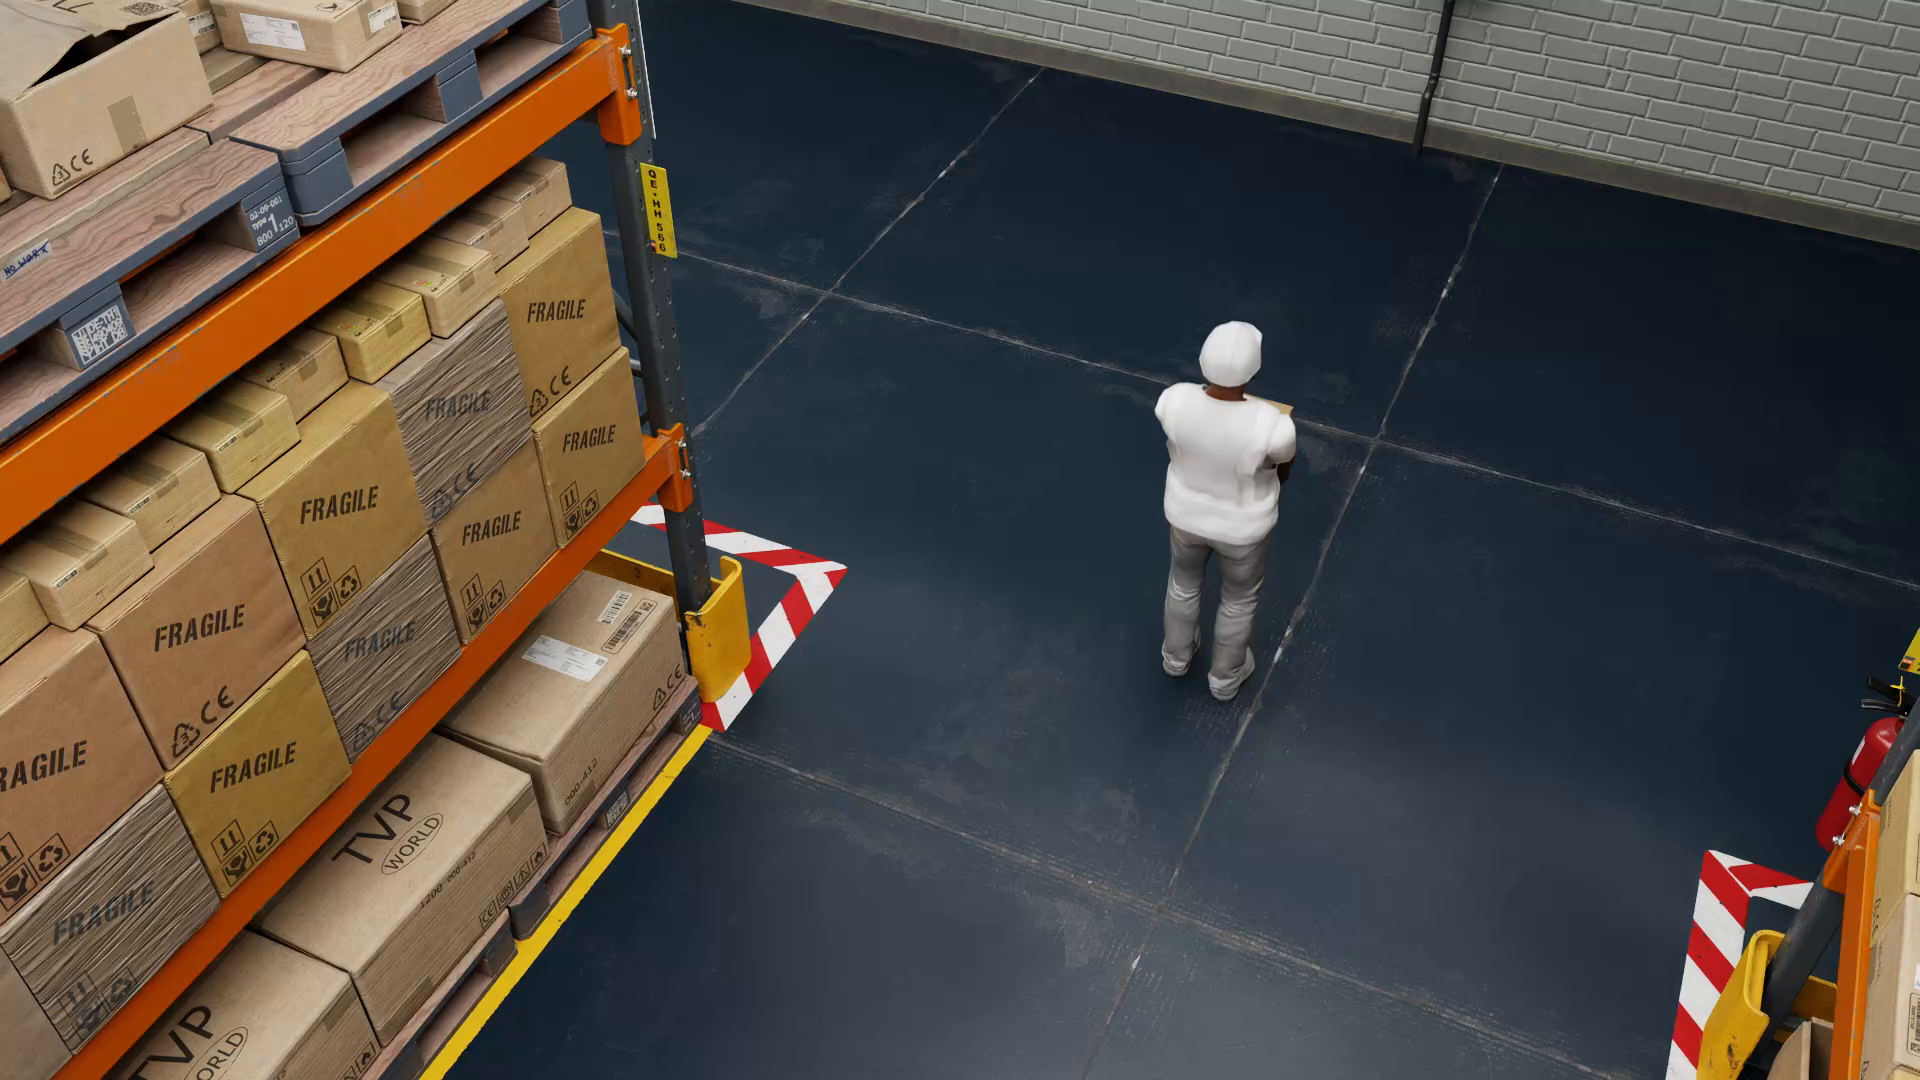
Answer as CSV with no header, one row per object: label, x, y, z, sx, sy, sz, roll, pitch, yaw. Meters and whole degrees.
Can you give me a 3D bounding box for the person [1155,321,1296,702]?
person,1.004,-0.155,6.320,0.502,1.761,0.577,17,45,19
